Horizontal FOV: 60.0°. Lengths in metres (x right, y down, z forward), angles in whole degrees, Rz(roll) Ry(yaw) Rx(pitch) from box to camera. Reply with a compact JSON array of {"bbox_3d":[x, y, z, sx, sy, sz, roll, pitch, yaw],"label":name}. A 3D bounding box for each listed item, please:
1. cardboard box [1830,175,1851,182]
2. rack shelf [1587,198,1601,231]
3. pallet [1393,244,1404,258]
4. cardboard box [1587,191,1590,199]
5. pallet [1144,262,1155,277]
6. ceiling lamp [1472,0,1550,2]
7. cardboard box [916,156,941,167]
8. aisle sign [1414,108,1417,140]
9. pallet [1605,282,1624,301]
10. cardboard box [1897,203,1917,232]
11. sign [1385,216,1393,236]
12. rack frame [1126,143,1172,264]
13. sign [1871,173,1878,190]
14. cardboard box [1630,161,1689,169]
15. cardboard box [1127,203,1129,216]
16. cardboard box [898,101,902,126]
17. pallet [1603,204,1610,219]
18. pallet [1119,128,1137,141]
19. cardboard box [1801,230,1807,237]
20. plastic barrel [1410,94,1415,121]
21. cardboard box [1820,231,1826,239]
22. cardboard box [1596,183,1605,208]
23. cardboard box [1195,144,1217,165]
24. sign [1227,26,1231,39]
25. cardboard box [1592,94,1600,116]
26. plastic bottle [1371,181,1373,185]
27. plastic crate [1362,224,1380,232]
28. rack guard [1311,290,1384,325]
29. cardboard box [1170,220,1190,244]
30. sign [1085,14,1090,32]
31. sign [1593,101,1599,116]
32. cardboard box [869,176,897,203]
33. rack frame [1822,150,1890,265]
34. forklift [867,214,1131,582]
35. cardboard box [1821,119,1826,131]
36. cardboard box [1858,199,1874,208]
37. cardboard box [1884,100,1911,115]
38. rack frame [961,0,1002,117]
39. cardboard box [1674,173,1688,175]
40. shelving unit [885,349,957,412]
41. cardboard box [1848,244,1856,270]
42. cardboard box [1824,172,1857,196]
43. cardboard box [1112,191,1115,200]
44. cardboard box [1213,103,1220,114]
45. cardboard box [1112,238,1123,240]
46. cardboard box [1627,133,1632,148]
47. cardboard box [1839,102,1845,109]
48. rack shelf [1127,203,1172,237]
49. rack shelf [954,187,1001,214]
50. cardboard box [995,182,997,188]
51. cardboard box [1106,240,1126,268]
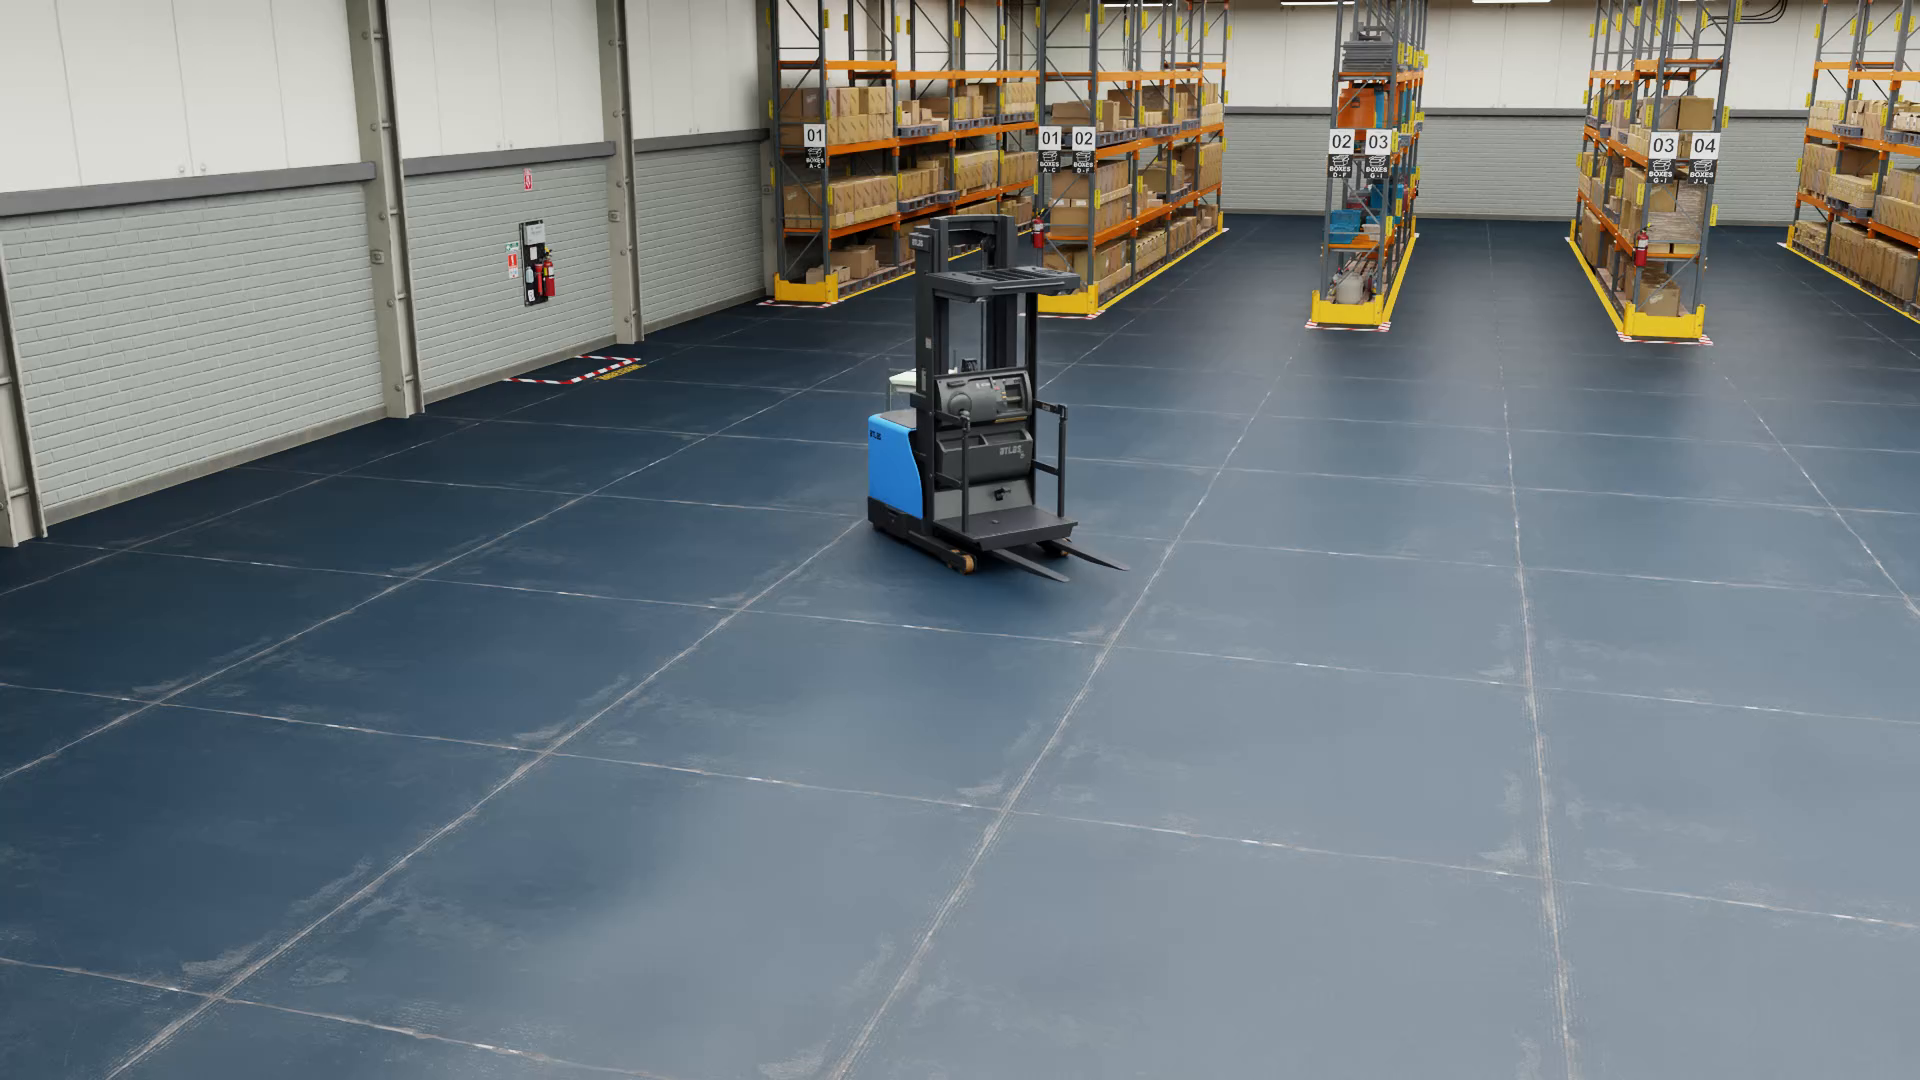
[{"bbox_3d":[18.940,-7.776,35.767,0.380,0.149,0.250,6,17,19],"label":"cardboard box"},{"bbox_3d":[14.198,-7.017,35.812,1.077,0.370,4.000,5,16,16],"label":"rack shelf"},{"bbox_3d":[9.758,-6.731,38.593,1.003,0.211,1.213,5,16,16],"label":"pallet"},{"bbox_3d":[14.538,-7.871,37.963,0.380,0.149,0.250,5,17,16],"label":"cardboard box"},{"bbox_3d":[3.512,-5.737,35.091,1.003,0.211,1.213,5,16,16],"label":"pallet"},{"bbox_3d":[14.331,-15.518,42.774,2.000,3.185,0.800,5,16,16],"label":"ceiling lamp"},{"bbox_3d":[-0.738,-8.693,38.261,0.500,0.250,0.500,5,17,17],"label":"cardboard box"},{"bbox_3d":[11.455,-10.564,42.233,0.394,0.787,0.004,5,16,16],"label":"aisle sign"},{"bbox_3d":[12.712,-4.656,31.278,1.003,0.211,1.213,5,16,16],"label":"pallet"},{"bbox_3d":[17.398,-5.852,30.203,0.500,0.500,0.500,5,17,16],"label":"cardboard box"},{"bbox_3d":[7.133,-5.221,27.652,0.100,0.325,0.005,5,16,16],"label":"sign"},{"bbox_3d":[4.132,-7.609,36.581,1.000,3.000,0.127,5,16,16],"label":"rack frame"},{"bbox_3d":[17.833,-6.988,32.412,0.100,0.325,0.005,5,16,16],"label":"sign"},{"bbox_3d":[12.852,-6.481,30.735,1.000,1.000,1.000,5,17,16],"label":"cardboard box"},{"bbox_3d":[3.094,-6.623,33.378,0.500,0.250,0.500,6,17,19],"label":"cardboard box"},{"bbox_3d":[-1.523,-8.776,34.244,0.500,0.500,0.500,7,17,24],"label":"cardboard box"},{"bbox_3d":[13.529,-6.553,33.208,1.213,0.211,1.003,5,16,16],"label":"pallet"},{"bbox_3d":[2.778,-7.738,31.700,1.003,0.211,1.213,5,16,16],"label":"pallet"},{"bbox_3d":[19.941,-7.182,38.982,0.380,0.149,0.250,5,17,18],"label":"cardboard box"},{"bbox_3d":[9.952,-9.752,37.523,0.600,0.588,0.600,0,16,0],"label":"plastic barrel"},{"bbox_3d":[19.379,-6.775,37.005,0.380,0.149,0.250,5,17,17],"label":"cardboard box"},{"bbox_3d":[13.824,-7.303,35.316,0.500,0.500,0.500,4,16,14],"label":"cardboard box"},{"bbox_3d":[6.257,-9.825,42.378,0.500,0.500,0.500,5,17,17],"label":"cardboard box"},{"bbox_3d":[6.932,-13.066,42.821,0.100,0.325,0.005,5,16,16],"label":"sign"},{"bbox_3d":[15.531,-10.396,39.774,0.700,0.500,0.500,4,16,14],"label":"cardboard box"},{"bbox_3d":[9.595,-8.169,38.646,0.144,0.351,0.185,5,16,16],"label":"plastic bottle"},{"bbox_3d":[7.525,-5.606,30.002,0.530,0.136,0.437,5,16,16],"label":"plastic crate"},{"bbox_3d":[6.583,-3.952,28.268,1.175,0.500,0.348,5,16,16],"label":"rack guard"},{"bbox_3d":[5.112,-7.254,39.102,0.500,0.500,0.500,5,17,17],"label":"cardboard box"},{"bbox_3d":[2.472,-9.975,32.071,0.100,0.325,0.005,5,16,16],"label":"sign"},{"bbox_3d":[14.233,-9.659,37.218,0.100,0.325,0.005,5,16,16],"label":"sign"},{"bbox_3d":[-1.593,-7.097,33.637,0.500,0.500,0.500,5,16,16],"label":"cardboard box"},{"bbox_3d":[19.493,-7.476,36.109,1.000,3.000,0.127,5,16,16],"label":"rack frame"},{"bbox_3d":[0.327,-1.263,14.332,1.130,2.935,3.031,-9,18,-30],"label":"forklift"},{"bbox_3d":[19.812,-9.388,37.629,0.500,0.250,0.500,5,16,16],"label":"cardboard box"},{"bbox_3d":[18.055,-6.675,32.977,0.380,0.149,0.250,5,17,17],"label":"cardboard box"},{"bbox_3d":[18.222,-8.415,32.336,0.396,0.266,0.258,5,16,16],"label":"cardboard box"},{"bbox_3d":[0.519,-11.925,40.802,1.000,3.000,0.127,5,16,16],"label":"rack frame"},{"bbox_3d":[12.199,-5.935,28.115,0.500,0.500,0.500,5,16,16],"label":"cardboard box"},{"bbox_3d":[-0.372,-1.082,16.315,0.431,1.500,0.755,7,17,24],"label":"shelving unit"},{"bbox_3d":[18.443,-5.757,33.860,0.500,0.500,0.500,5,17,18],"label":"cardboard box"},{"bbox_3d":[19.359,-7.815,36.578,0.500,0.500,0.500,5,16,16],"label":"cardboard box"},{"bbox_3d":[2.689,-6.433,31.063,0.380,0.149,0.250,5,17,18],"label":"cardboard box"},{"bbox_3d":[6.362,-11.029,42.498,0.500,0.250,0.500,5,16,16],"label":"cardboard box"},{"bbox_3d":[3.122,-6.107,34.526,0.500,0.311,0.500,5,16,16],"label":"cardboard box"},{"bbox_3d":[12.119,-7.067,29.445,0.500,0.250,0.500,4,16,14],"label":"cardboard box"},{"bbox_3d":[19.385,-9.452,36.208,0.380,0.149,0.250,5,17,17],"label":"cardboard box"},{"bbox_3d":[3.564,-6.740,34.834,1.077,0.370,4.000,5,16,16],"label":"rack shelf"},{"bbox_3d":[-0.050,-8.170,39.874,1.077,0.370,4.000,5,16,16],"label":"rack shelf"},{"bbox_3d":[0.694,-8.817,41.263,0.380,0.149,0.250,5,17,16],"label":"cardboard box"},{"bbox_3d":[2.920,-5.535,32.161,0.500,0.500,0.500,5,16,16],"label":"cardboard box"}]
